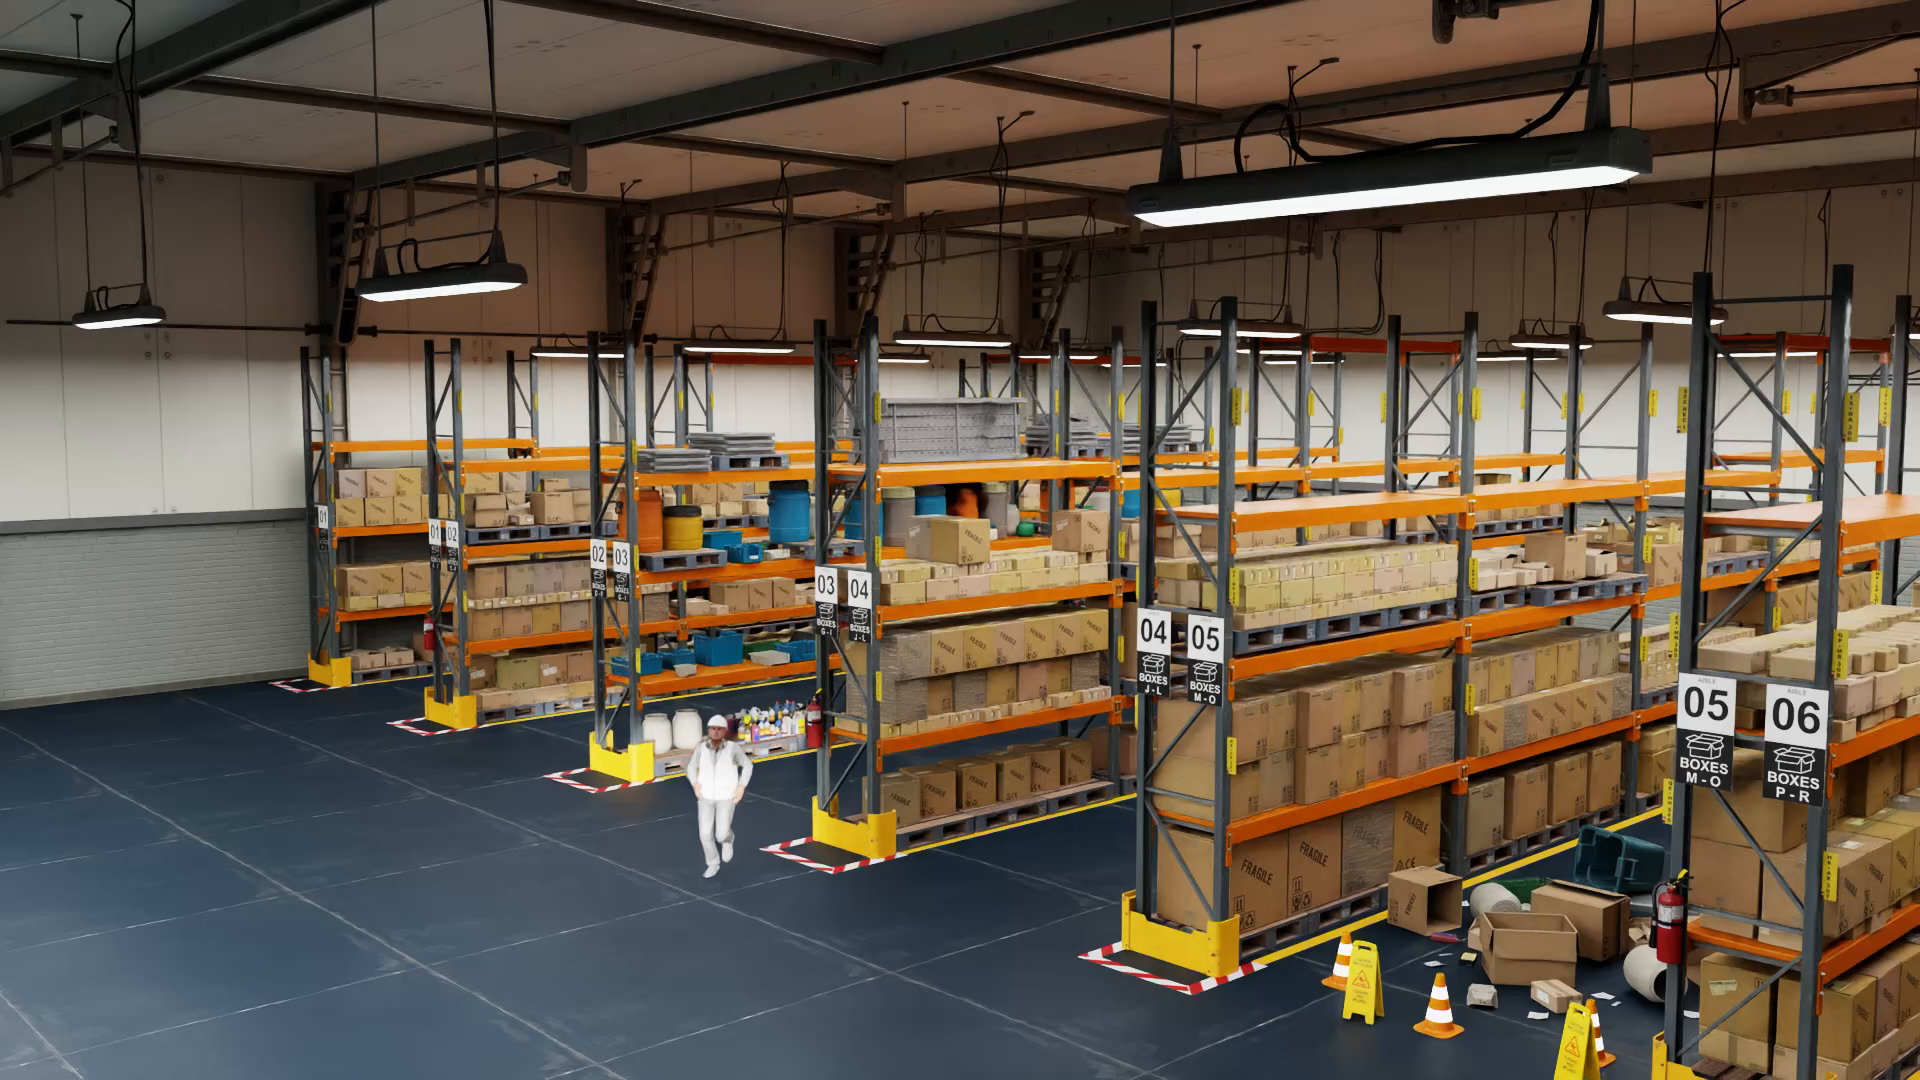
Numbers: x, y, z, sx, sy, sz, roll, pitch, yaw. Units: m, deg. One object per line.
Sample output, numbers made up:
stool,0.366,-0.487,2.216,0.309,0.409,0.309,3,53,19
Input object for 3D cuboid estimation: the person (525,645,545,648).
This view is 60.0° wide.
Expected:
person,-7.476,1.744,29.484,0.722,1.662,0.628,4,6,37

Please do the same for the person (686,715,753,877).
person,-2.595,2.745,17.913,0.703,1.746,0.609,0,5,3

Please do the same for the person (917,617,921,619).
person,-0.914,1.758,28.554,0.667,1.768,0.963,5,7,42
